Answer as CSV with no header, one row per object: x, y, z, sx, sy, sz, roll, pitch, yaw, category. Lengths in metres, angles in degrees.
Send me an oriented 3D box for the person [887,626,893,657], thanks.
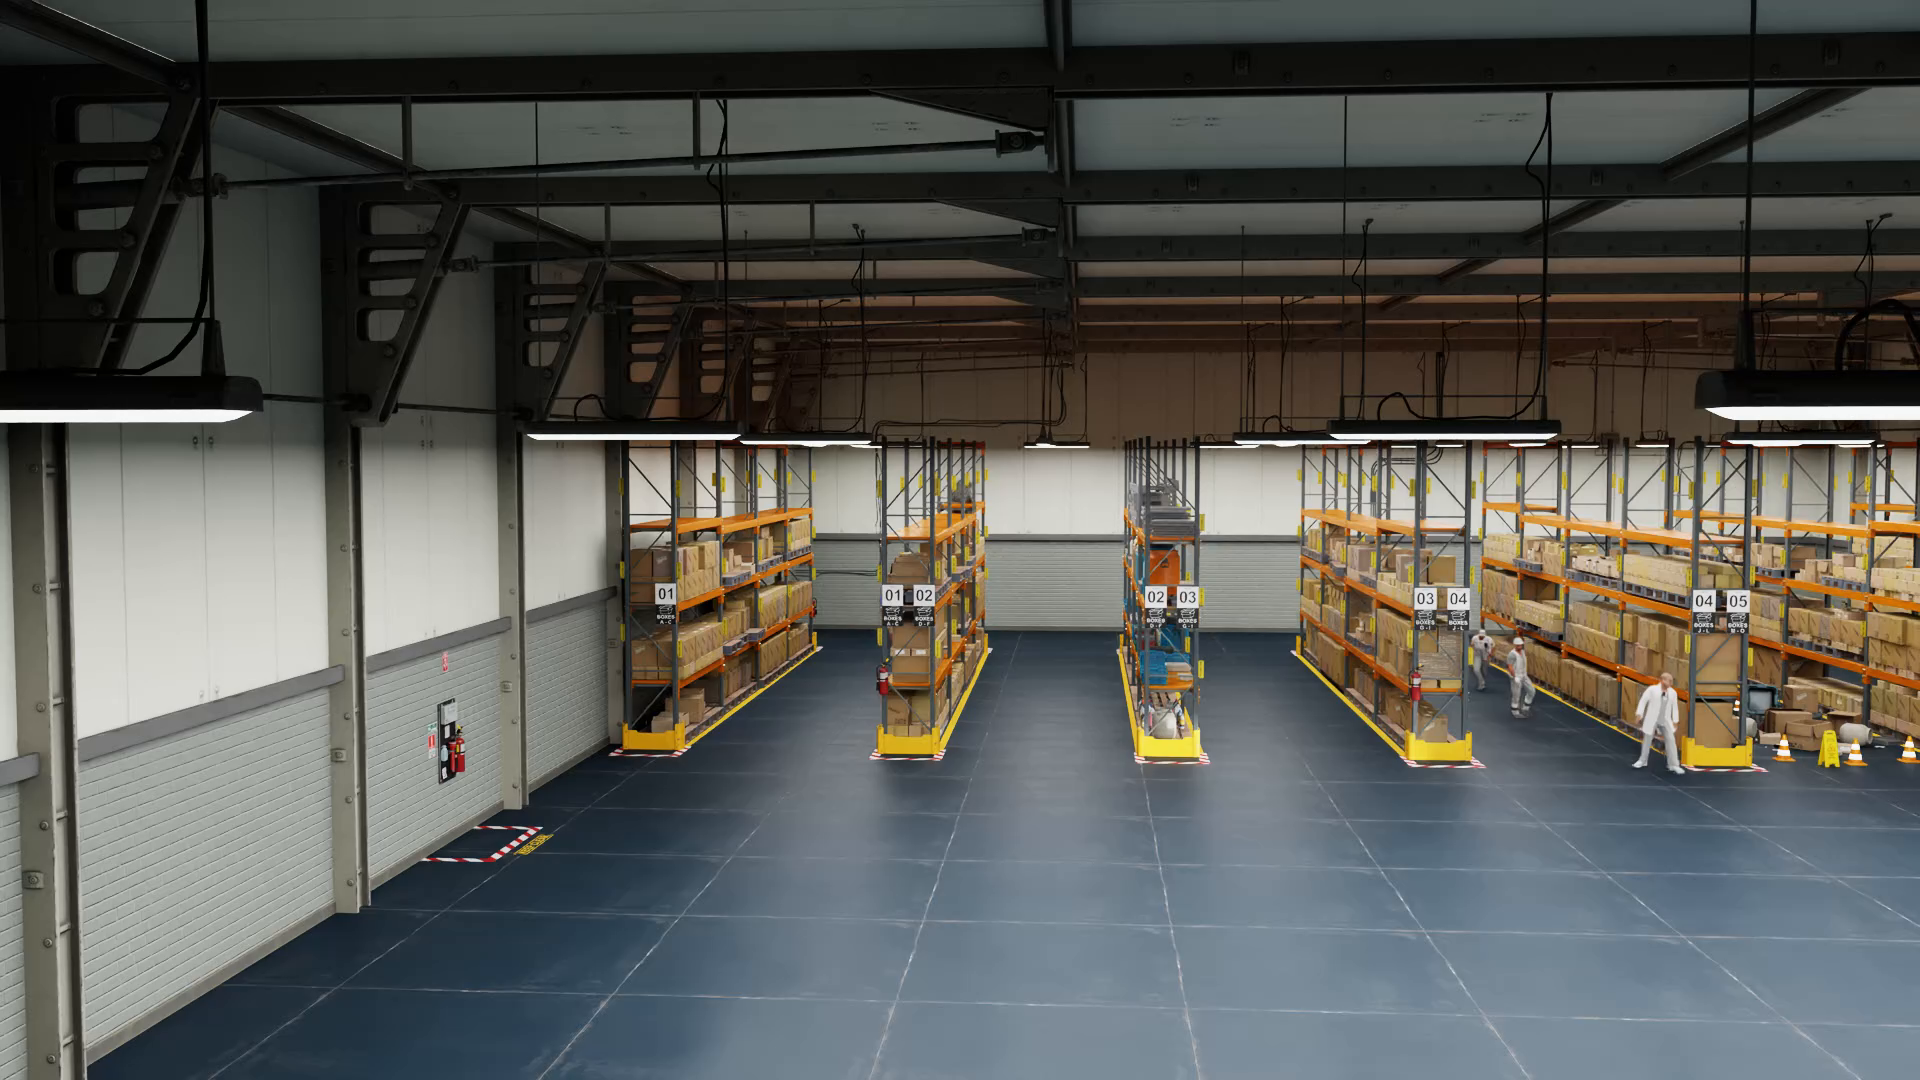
-1.783,2.492,44.438,0.540,1.705,0.860,0,3,8,person

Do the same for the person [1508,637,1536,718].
11.940,2.938,35.422,0.687,1.759,0.511,-2,3,-26,person

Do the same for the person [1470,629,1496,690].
12.626,2.846,40.156,0.600,1.485,1.095,1,3,21,person

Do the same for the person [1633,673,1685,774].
12.429,3.240,29.667,0.816,1.749,0.822,0,3,0,person
